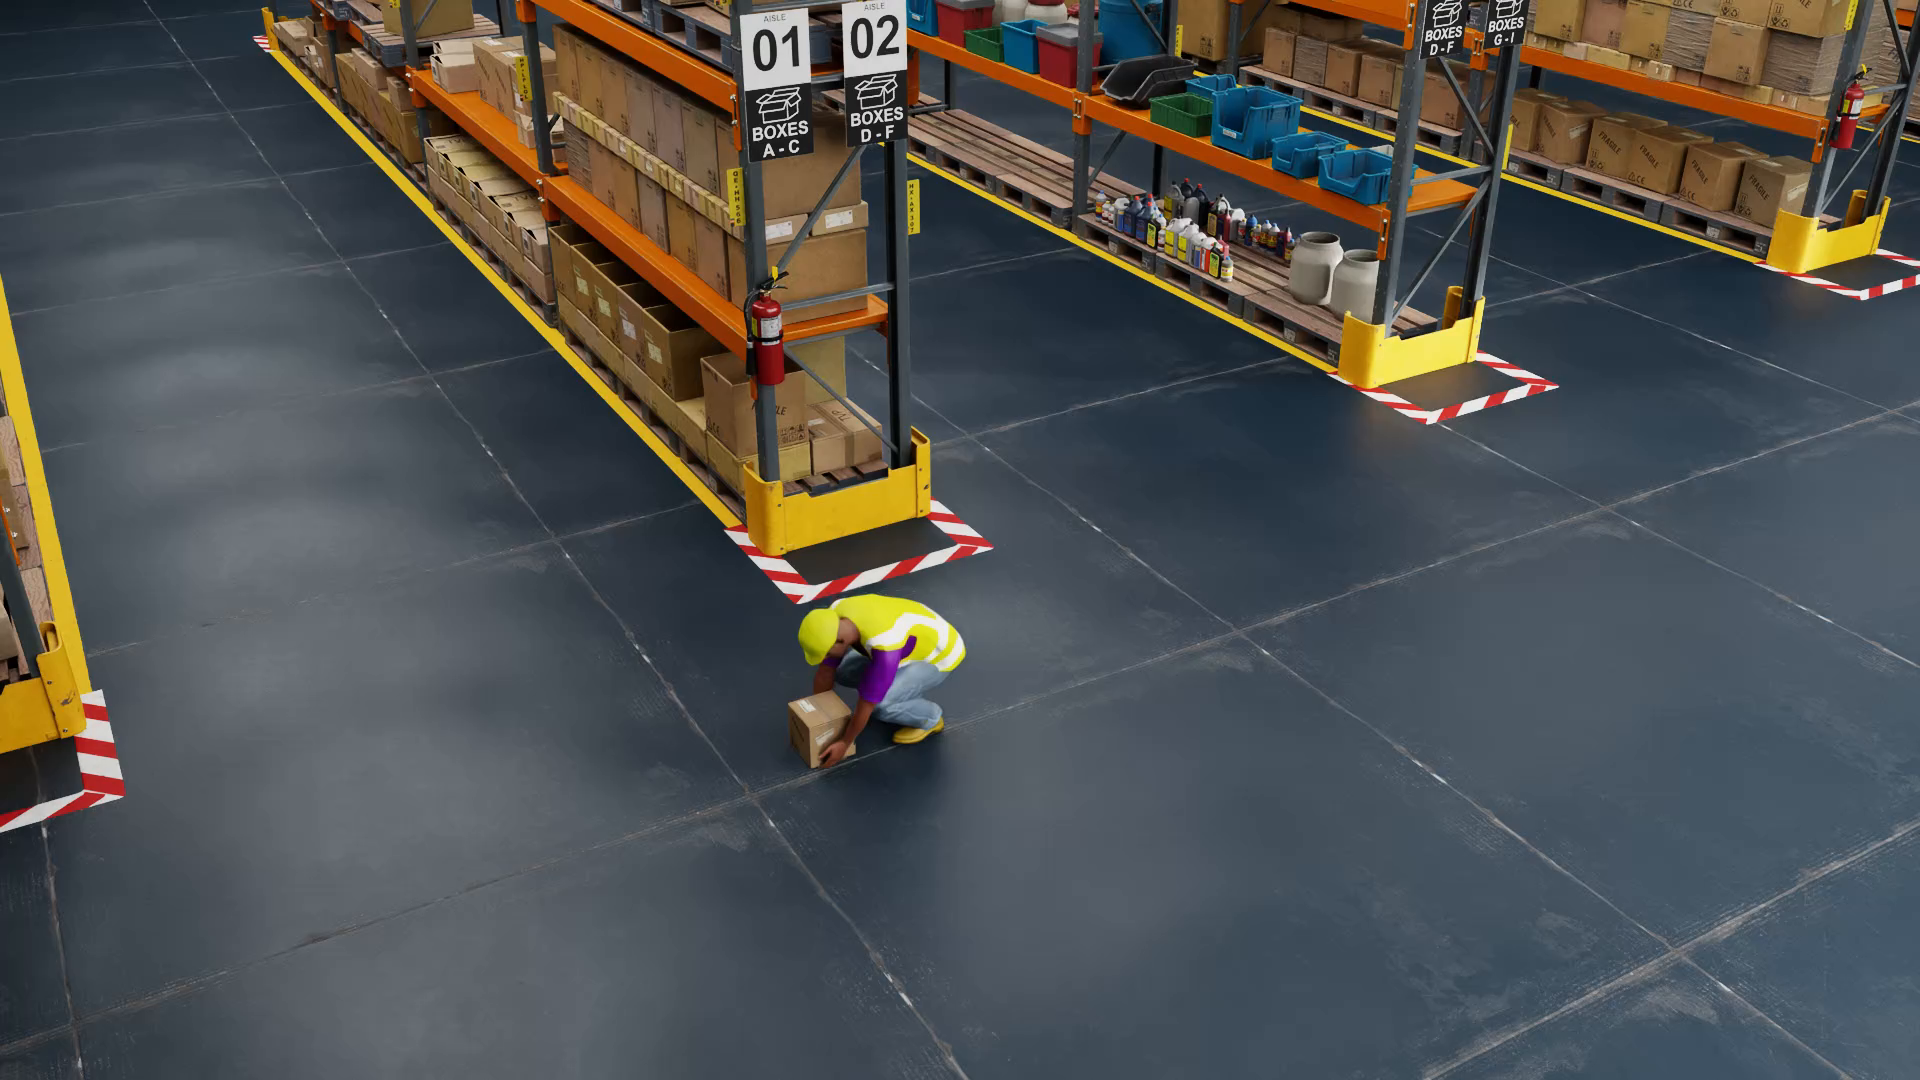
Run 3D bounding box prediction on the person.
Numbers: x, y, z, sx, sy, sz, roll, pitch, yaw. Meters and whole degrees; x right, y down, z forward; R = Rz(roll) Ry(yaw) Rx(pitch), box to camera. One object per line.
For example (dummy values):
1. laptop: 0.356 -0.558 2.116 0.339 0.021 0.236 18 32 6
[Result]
1. person: -0.399 0.635 8.366 0.901 0.893 0.557 -16 33 -26
